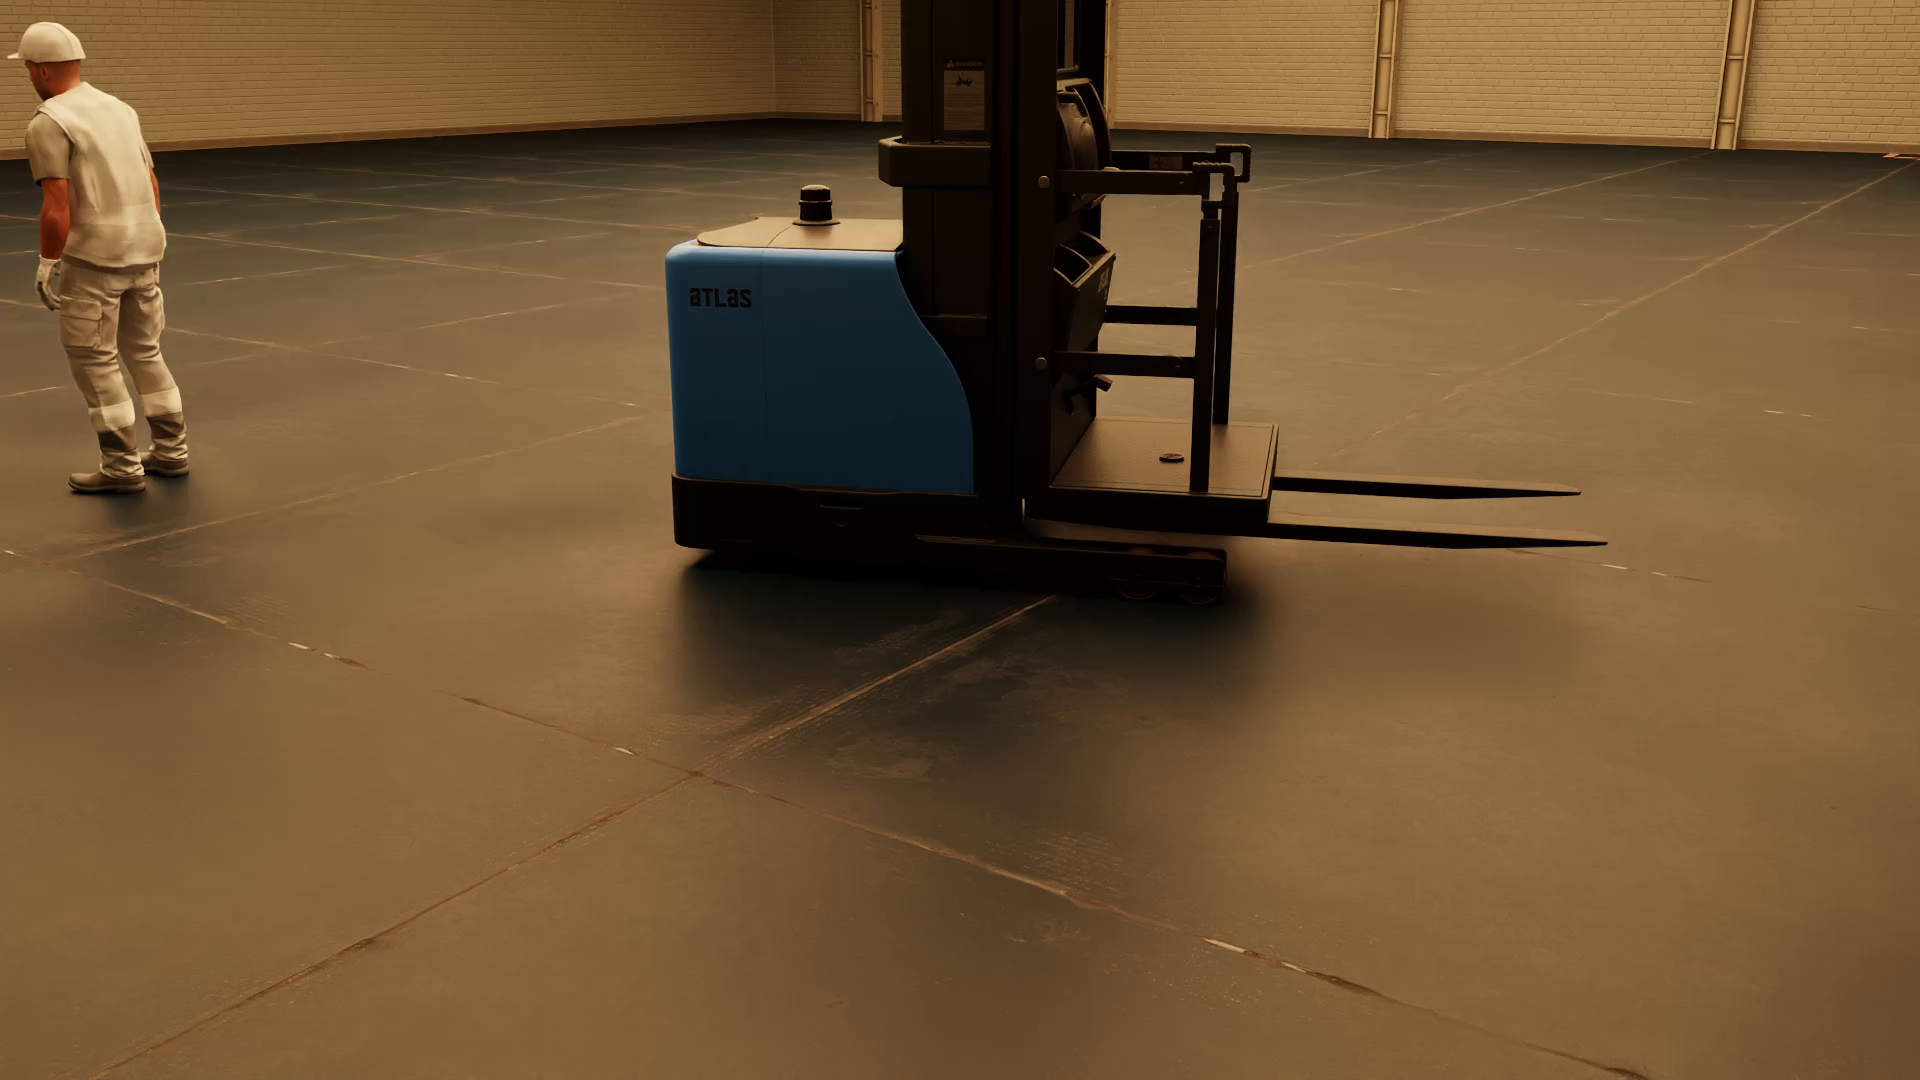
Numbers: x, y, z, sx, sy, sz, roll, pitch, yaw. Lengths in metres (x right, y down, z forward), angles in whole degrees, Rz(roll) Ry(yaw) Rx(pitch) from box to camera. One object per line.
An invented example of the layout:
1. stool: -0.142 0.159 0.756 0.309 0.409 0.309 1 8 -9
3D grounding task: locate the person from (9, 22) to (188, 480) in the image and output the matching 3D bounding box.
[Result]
1. person: -3.342 -1.109 6.456 0.454 1.721 0.609 4 17 14

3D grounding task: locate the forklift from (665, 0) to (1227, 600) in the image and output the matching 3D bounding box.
1. forklift: 0.595 -1.367 5.404 3.031 2.935 1.130 4 17 12
